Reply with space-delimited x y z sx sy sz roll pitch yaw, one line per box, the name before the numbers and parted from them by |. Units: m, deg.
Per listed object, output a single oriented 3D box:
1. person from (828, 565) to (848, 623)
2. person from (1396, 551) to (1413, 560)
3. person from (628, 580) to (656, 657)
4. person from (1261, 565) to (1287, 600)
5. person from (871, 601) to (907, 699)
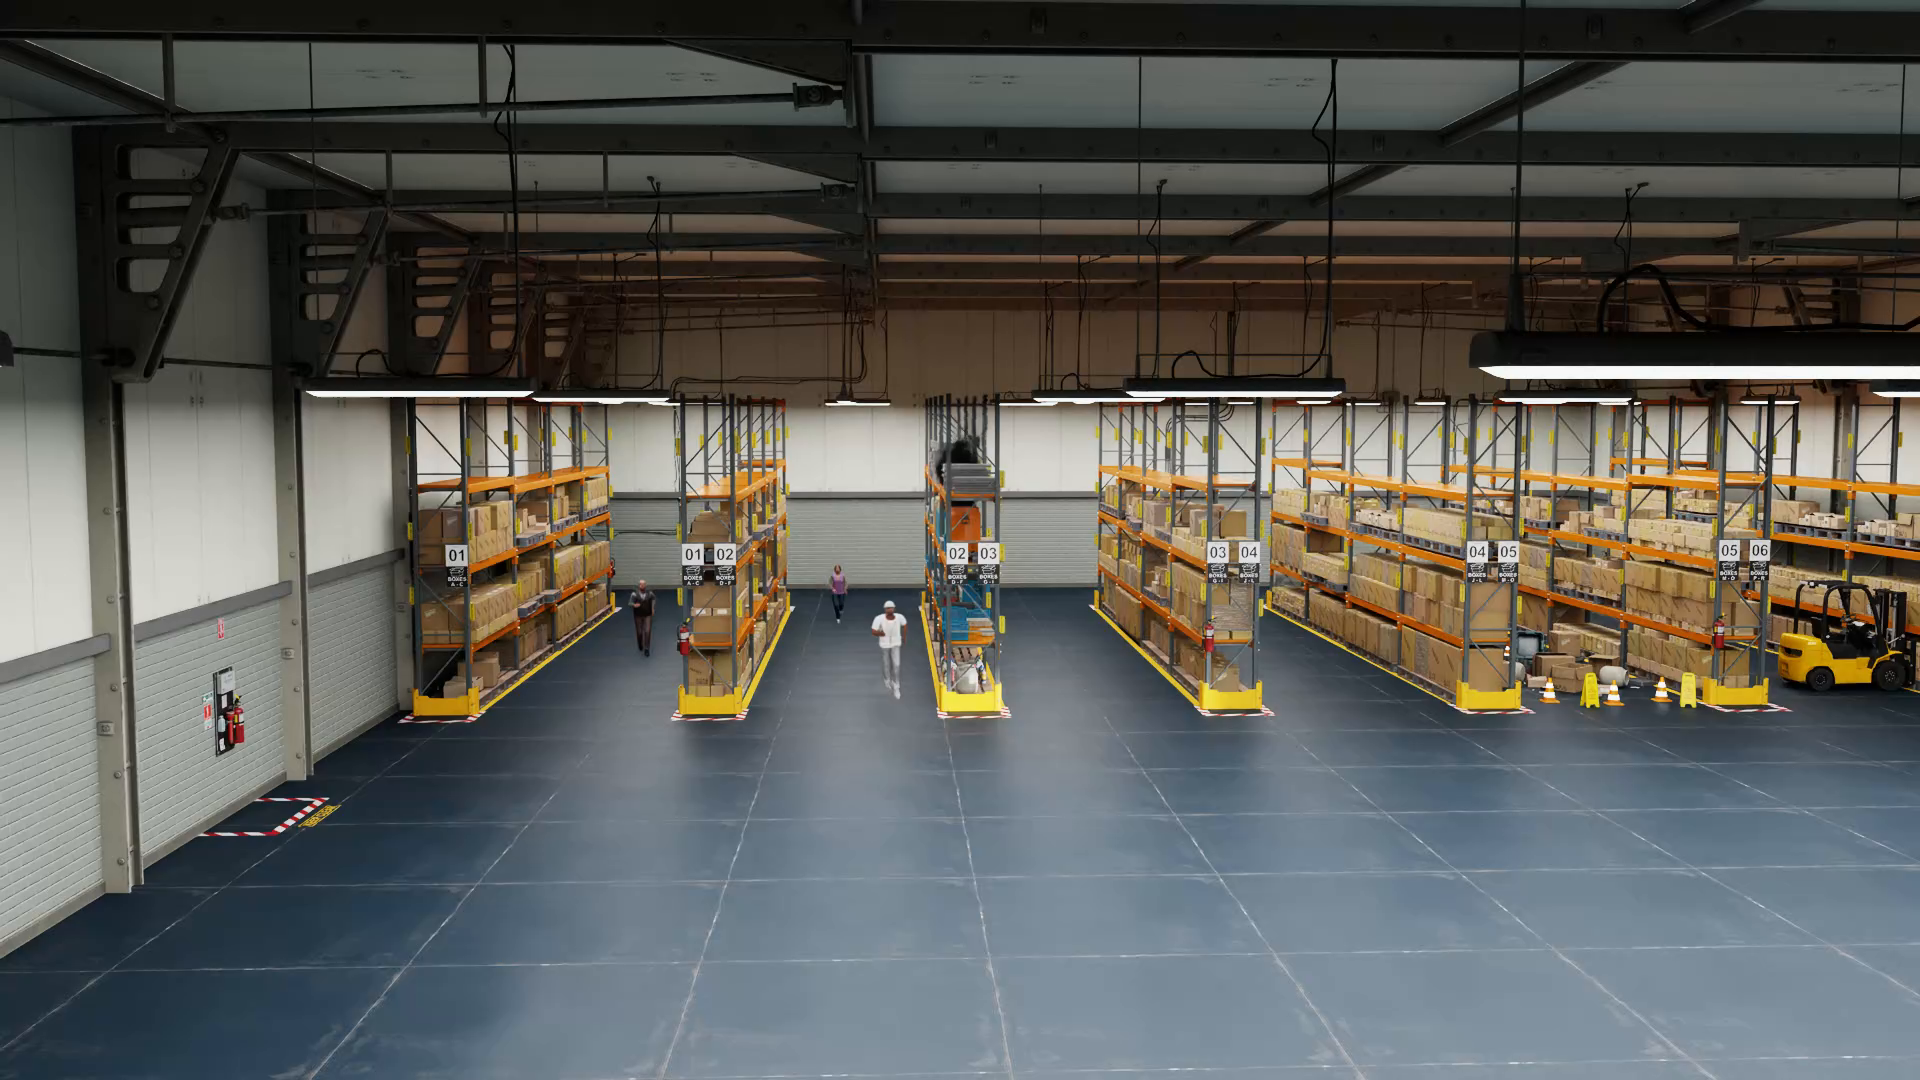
person | -3.265 1.447 44.524 0.539 1.545 0.546 -1 5 -7
person | 13.084 0.957 49.350 0.715 1.812 0.679 0 5 -2
person | -7.362 1.791 38.590 0.657 1.726 0.949 -1 5 -13
person | 9.335 0.951 49.179 0.953 1.717 0.709 3 5 32
person | -1.343 2.076 31.836 0.710 1.856 0.790 -1 5 -7
